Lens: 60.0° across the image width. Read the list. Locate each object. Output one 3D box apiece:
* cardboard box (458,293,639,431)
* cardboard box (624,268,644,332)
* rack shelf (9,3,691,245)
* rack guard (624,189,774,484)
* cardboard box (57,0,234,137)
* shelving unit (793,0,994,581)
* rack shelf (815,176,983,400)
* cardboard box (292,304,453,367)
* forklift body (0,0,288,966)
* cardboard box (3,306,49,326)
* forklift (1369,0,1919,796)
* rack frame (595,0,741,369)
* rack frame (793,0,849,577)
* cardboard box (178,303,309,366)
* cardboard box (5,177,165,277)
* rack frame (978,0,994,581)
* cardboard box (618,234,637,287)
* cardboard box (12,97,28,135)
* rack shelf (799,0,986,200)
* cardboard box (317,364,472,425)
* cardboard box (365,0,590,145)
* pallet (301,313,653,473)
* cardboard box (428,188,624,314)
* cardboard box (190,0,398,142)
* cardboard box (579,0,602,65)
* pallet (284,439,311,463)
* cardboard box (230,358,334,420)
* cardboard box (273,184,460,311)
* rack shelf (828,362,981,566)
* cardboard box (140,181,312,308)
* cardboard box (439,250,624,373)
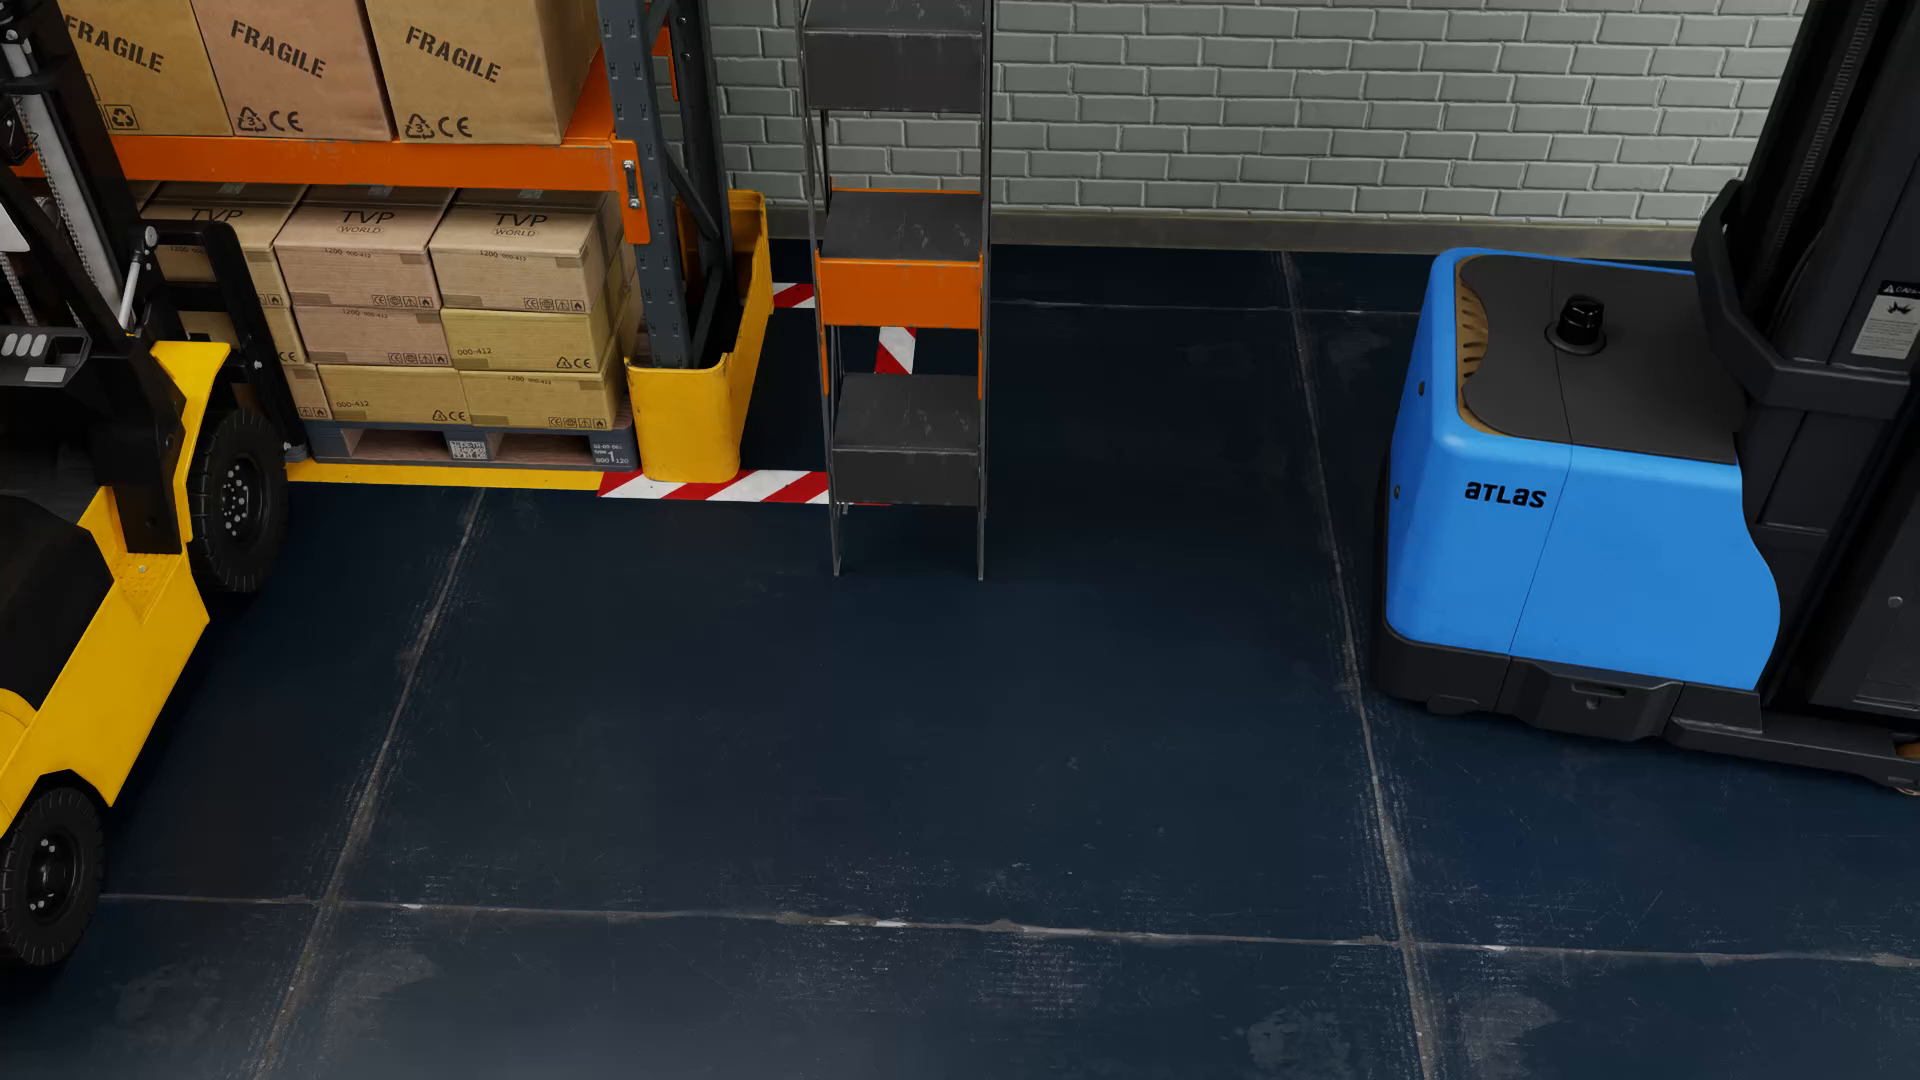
[{"bbox_3d":[-1.460,-0.650,5.956,0.500,0.250,0.500,2,43,2],"label":"cardboard box"},{"bbox_3d":[-1.458,-0.998,6.330,0.500,0.250,0.500,2,43,2],"label":"cardboard box"},{"bbox_3d":[-2.974,-1.501,5.688,4.000,0.370,1.077,2,43,2],"label":"rack shelf"},{"bbox_3d":[-0.952,-0.787,6.228,0.348,0.500,1.175,2,43,2],"label":"rack guard"},{"bbox_3d":[-2.510,-1.613,5.208,0.500,0.500,0.500,1,43,1],"label":"cardboard box"},{"bbox_3d":[-0.165,-0.773,5.040,0.503,2.100,0.431,2,43,2],"label":"shelving unit"},{"bbox_3d":[-0.165,-0.763,5.049,0.480,0.518,0.431,2,43,2],"label":"rack shelf"},{"bbox_3d":[-1.977,-0.858,5.813,0.500,0.250,0.500,1,43,1],"label":"cardboard box"},{"bbox_3d":[-2.953,-0.208,4.395,1.214,2.155,2.313,2,43,2],"label":"forklift body"},{"bbox_3d":[-2.994,-0.877,5.834,0.500,0.250,0.500,2,43,2],"label":"cardboard box"},{"bbox_3d":[2.849,-0.685,4.335,3.031,2.935,1.130,8,44,9],"label":"forklift"},{"bbox_3d":[-0.976,-1.703,5.377,0.127,3.000,1.000,2,43,2],"label":"rack frame"},{"bbox_3d":[-0.409,-0.781,5.048,0.015,2.100,0.400,2,43,2],"label":"rack frame"},{"bbox_3d":[-2.494,-0.860,5.814,0.500,0.250,0.500,1,43,1],"label":"cardboard box"},{"bbox_3d":[-2.971,-1.059,5.662,0.500,0.250,0.500,1,43,1],"label":"cardboard box"},{"bbox_3d":[0.079,-0.766,5.032,0.015,2.100,0.400,2,43,2],"label":"rack frame"},{"bbox_3d":[-1.437,-1.189,6.168,0.500,0.250,0.500,2,43,3],"label":"cardboard box"},{"bbox_3d":[-3.012,-1.621,5.216,0.500,0.500,0.500,2,43,2],"label":"cardboard box"},{"bbox_3d":[-0.165,-1.276,4.572,0.480,0.518,0.431,2,43,2],"label":"rack shelf"},{"bbox_3d":[-1.956,-0.671,5.979,0.500,0.250,0.500,2,43,2],"label":"cardboard box"},{"bbox_3d":[-1.480,-1.576,5.167,0.500,0.500,0.500,1,43,1],"label":"cardboard box"},{"bbox_3d":[-1.742,-0.677,6.322,1.213,0.211,1.003,2,43,2],"label":"pallet"},{"bbox_3d":[-1.451,-1.018,5.618,0.500,0.250,0.500,3,43,3],"label":"cardboard box"},{"bbox_3d":[-1.998,-1.598,5.191,0.500,0.500,0.500,3,43,3],"label":"cardboard box"},{"bbox_3d":[-1.459,-1.944,5.562,0.500,0.500,0.500,3,43,3],"label":"cardboard box"},{"bbox_3d":[-2.958,-0.717,6.364,1.213,0.211,1.003,2,43,2],"label":"pallet"},{"bbox_3d":[-2.456,-0.693,6.002,0.500,0.250,0.500,2,43,2],"label":"cardboard box"},{"bbox_3d":[-1.961,-1.030,5.630,0.500,0.250,0.500,2,43,3],"label":"cardboard box"},{"bbox_3d":[-0.165,-0.251,5.526,0.480,0.518,0.431,2,43,2],"label":"rack shelf"},{"bbox_3d":[-2.465,-1.038,5.640,0.500,0.250,0.500,2,43,2],"label":"cardboard box"},{"bbox_3d":[-1.477,-0.835,5.788,0.500,0.250,0.500,1,43,1],"label":"cardboard box"}]
